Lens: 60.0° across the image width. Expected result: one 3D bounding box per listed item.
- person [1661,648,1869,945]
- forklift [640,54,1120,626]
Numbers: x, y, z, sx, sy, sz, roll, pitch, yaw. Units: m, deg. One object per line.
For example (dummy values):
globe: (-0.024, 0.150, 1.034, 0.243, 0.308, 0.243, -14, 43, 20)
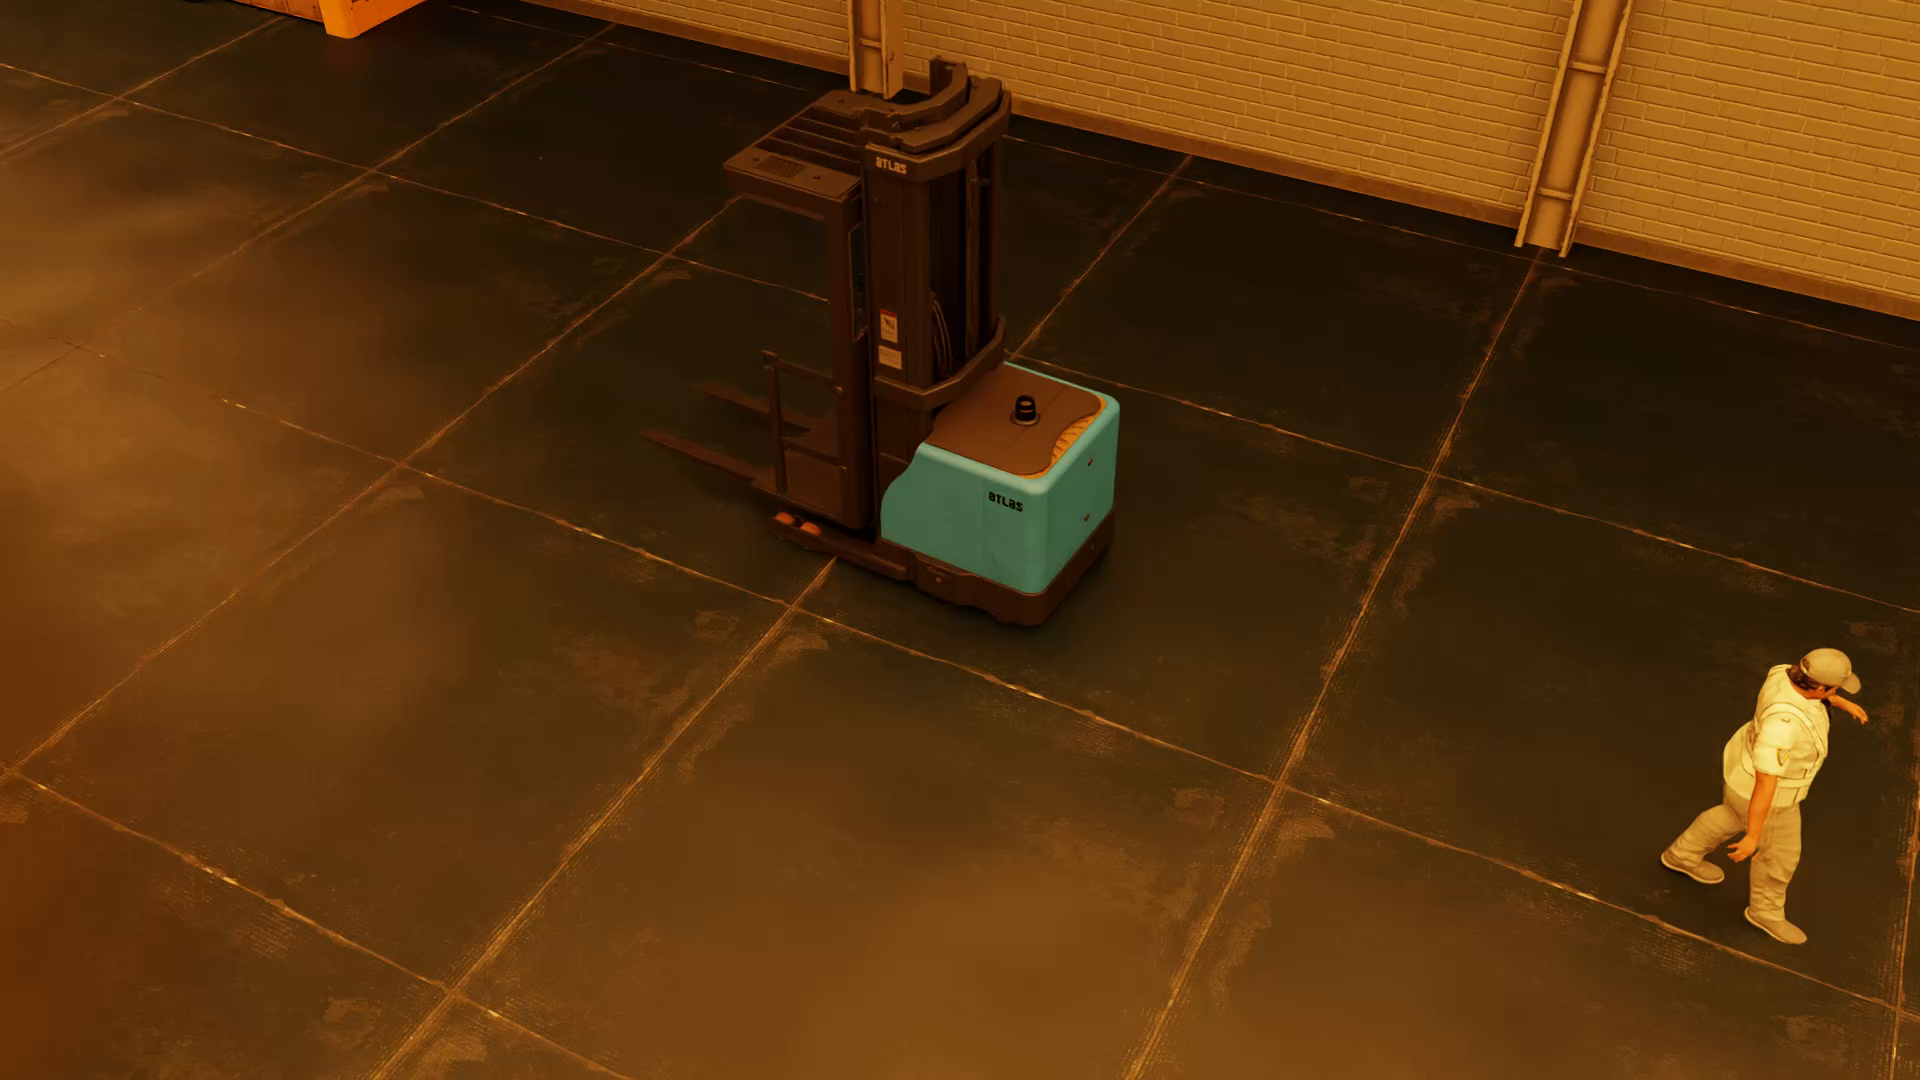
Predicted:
person: (3.787, 1.157, 7.644, 0.693, 1.653, 0.919, 14, 42, 16)
forklift: (-0.596, -1.331, 9.567, 3.031, 2.935, 1.130, 21, 44, 23)
